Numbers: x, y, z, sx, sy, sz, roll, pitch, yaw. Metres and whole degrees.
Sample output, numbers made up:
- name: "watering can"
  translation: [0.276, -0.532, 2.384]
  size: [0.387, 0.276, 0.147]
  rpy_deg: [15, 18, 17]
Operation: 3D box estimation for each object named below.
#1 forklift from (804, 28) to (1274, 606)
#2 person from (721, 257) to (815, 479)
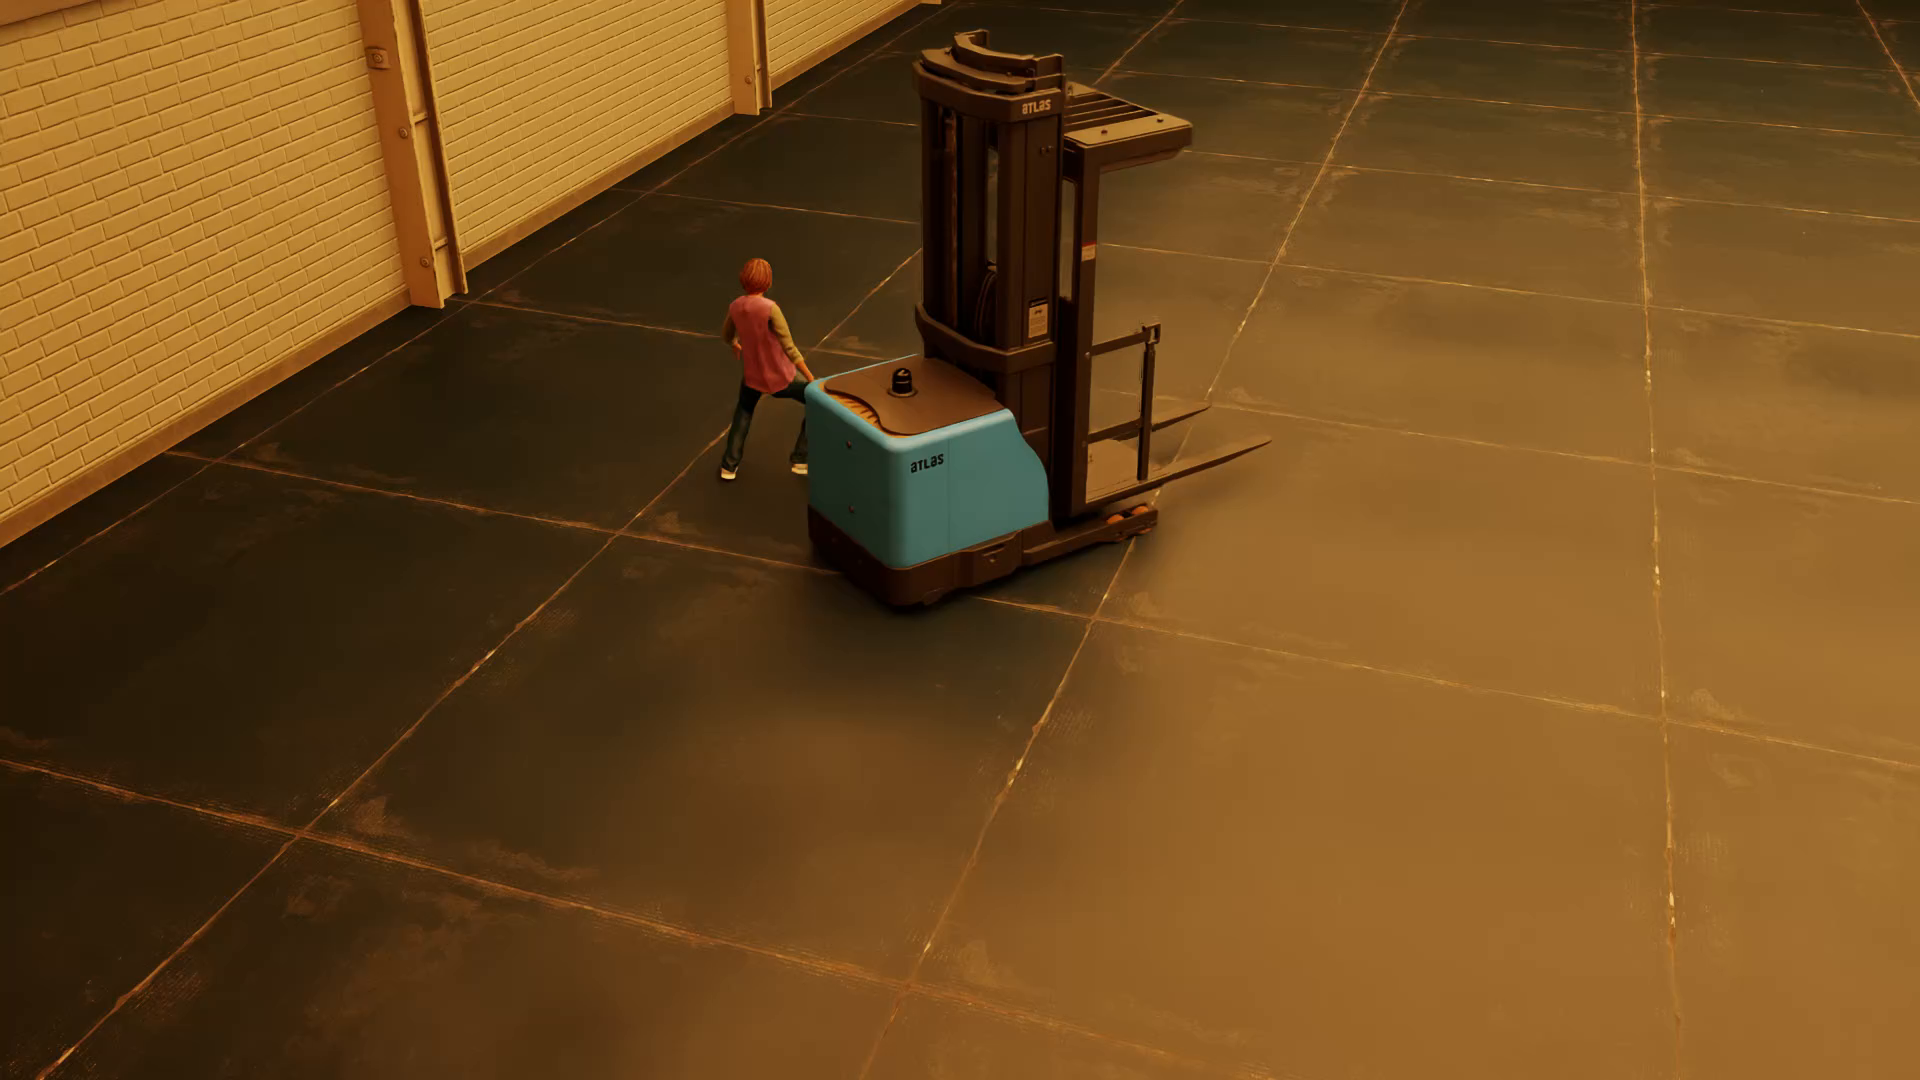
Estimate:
- name: "forklift"
  translation: [0.601, -1.455, 9.688]
  size: [3.031, 2.935, 1.130]
  rpy_deg: [-19, 35, -29]
- name: "person"
  translation: [-1.209, -1.068, 10.505]
  size: [0.803, 1.482, 0.562]
  rpy_deg: [19, 35, 30]
